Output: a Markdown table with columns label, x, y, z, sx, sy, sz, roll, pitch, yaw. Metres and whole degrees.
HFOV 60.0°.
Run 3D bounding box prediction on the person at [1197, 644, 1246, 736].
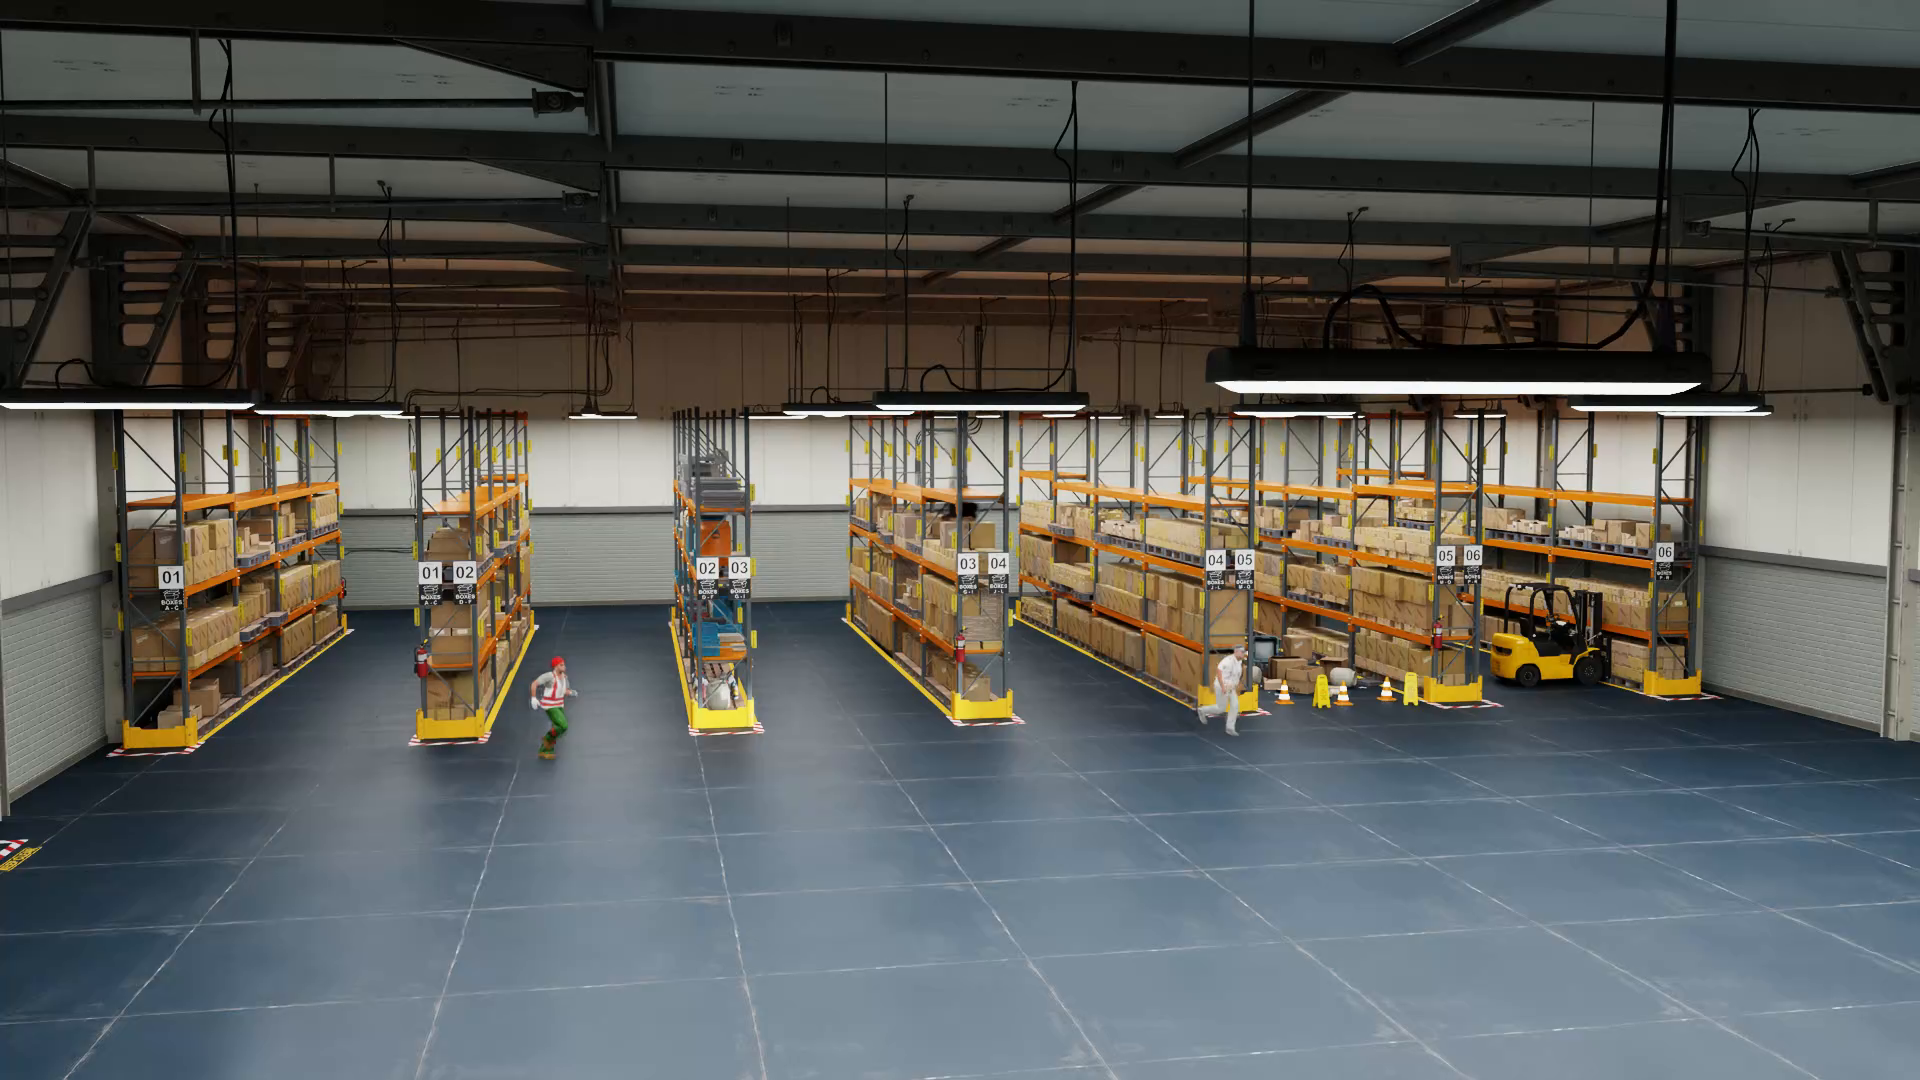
| label | x | y | z | sx | sy | sz | roll | pitch | yaw |
| --- | --- | --- | --- | --- | --- | --- | --- | --- | --- |
| person | 4.820 | 2.733 | 30.585 | 0.933 | 1.720 | 0.668 | 3 | 5 | 33 |

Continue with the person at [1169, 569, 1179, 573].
| label | x | y | z | sx | sy | sz | roll | pitch | yaw |
| --- | --- | --- | --- | --- | --- | --- | --- | --- | --- |
| person | 6.636 | 1.261 | 50.818 | 0.765 | 1.645 | 0.642 | -1 | 4 | -11 |

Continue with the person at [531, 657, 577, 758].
| label | x | y | z | sx | sy | sz | roll | pitch | yaw |
| --- | --- | --- | --- | --- | --- | --- | --- | --- | --- |
| person | -6.833 | 2.845 | 28.170 | 0.699 | 1.727 | 0.709 | 2 | 4 | 22 |

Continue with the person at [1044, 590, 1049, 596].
| label | x | y | z | sx | sy | sz | roll | pitch | yaw |
| --- | --- | --- | --- | --- | --- | --- | --- | --- | --- |
| person | 2.751 | 1.445 | 49.793 | 0.624 | 1.519 | 0.612 | 2 | 4 | 23 |
